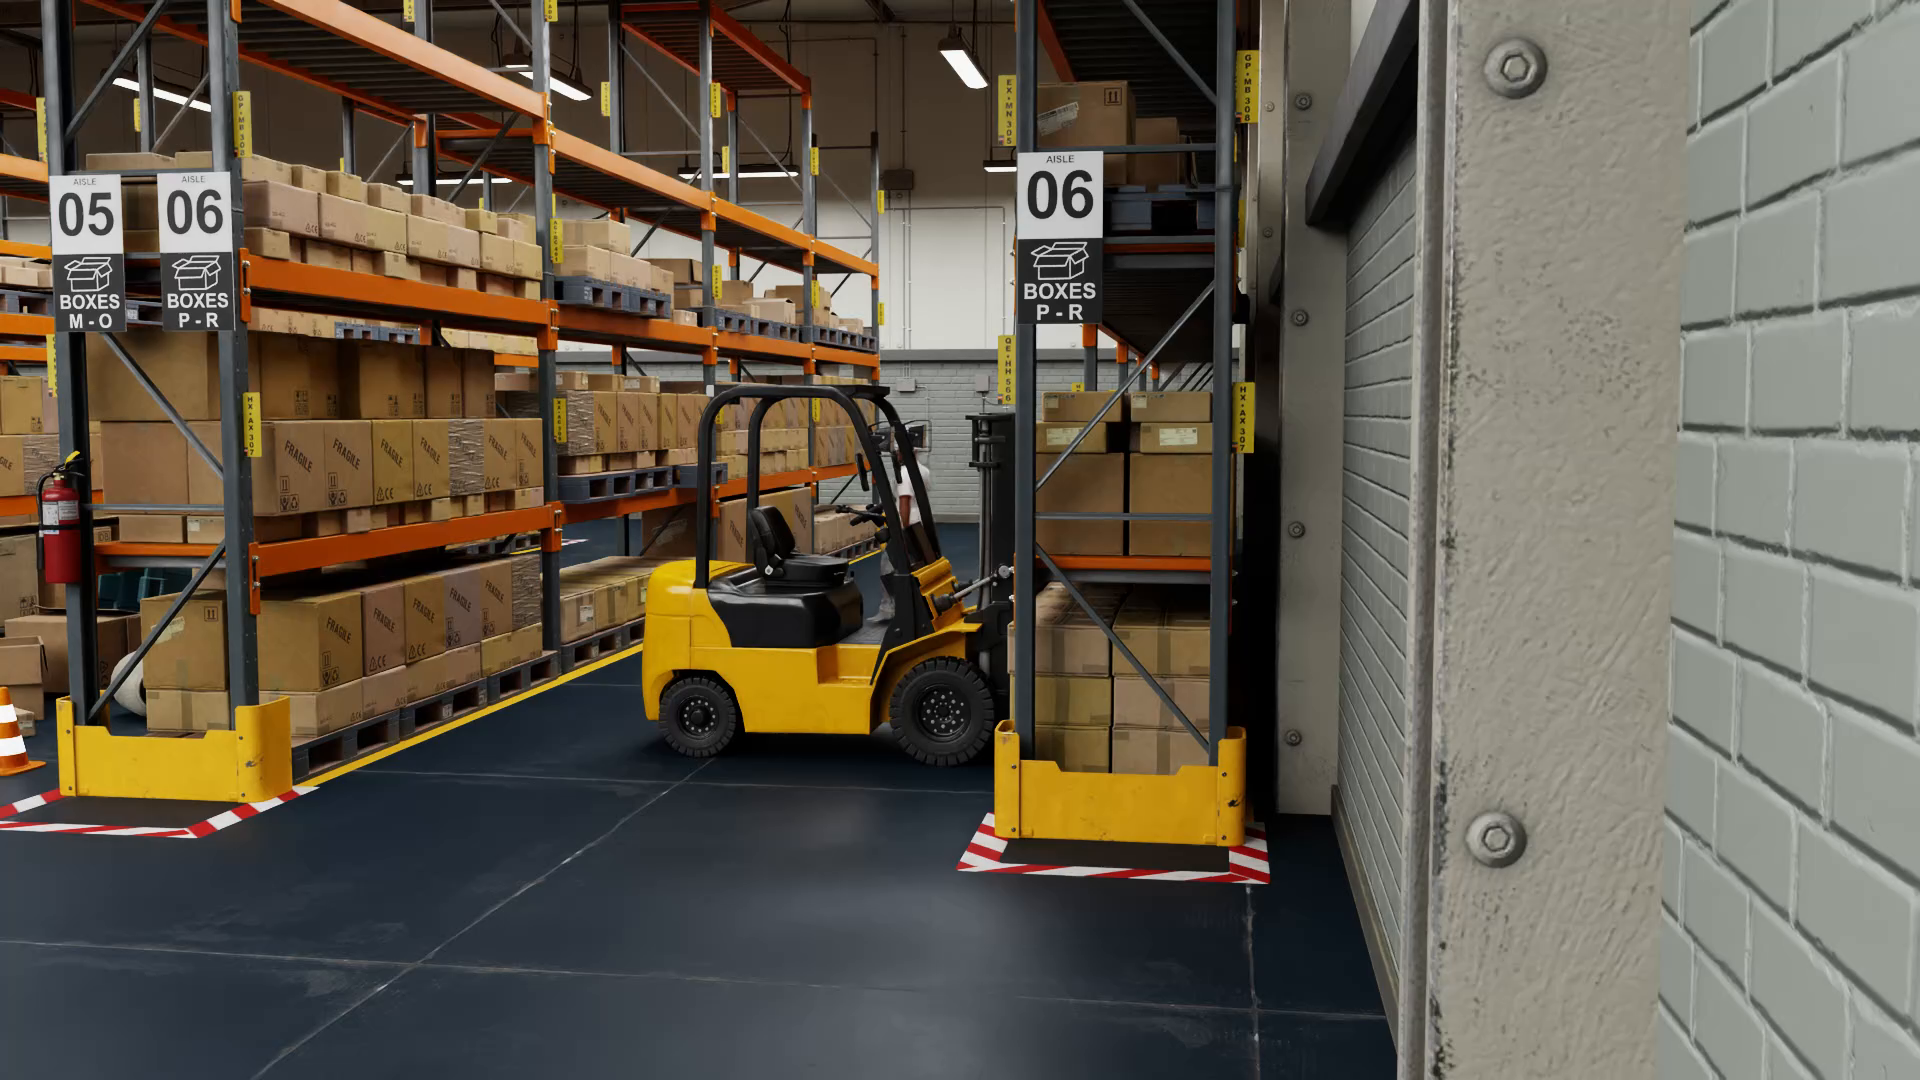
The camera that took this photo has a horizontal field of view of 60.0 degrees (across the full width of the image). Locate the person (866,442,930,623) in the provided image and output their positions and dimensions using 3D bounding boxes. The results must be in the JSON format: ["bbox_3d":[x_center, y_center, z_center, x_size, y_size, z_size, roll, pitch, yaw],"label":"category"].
[{"bbox_3d":[-0.520,-0.105,15.798,0.631,1.793,0.575,3,5,30],"label":"person"}]
